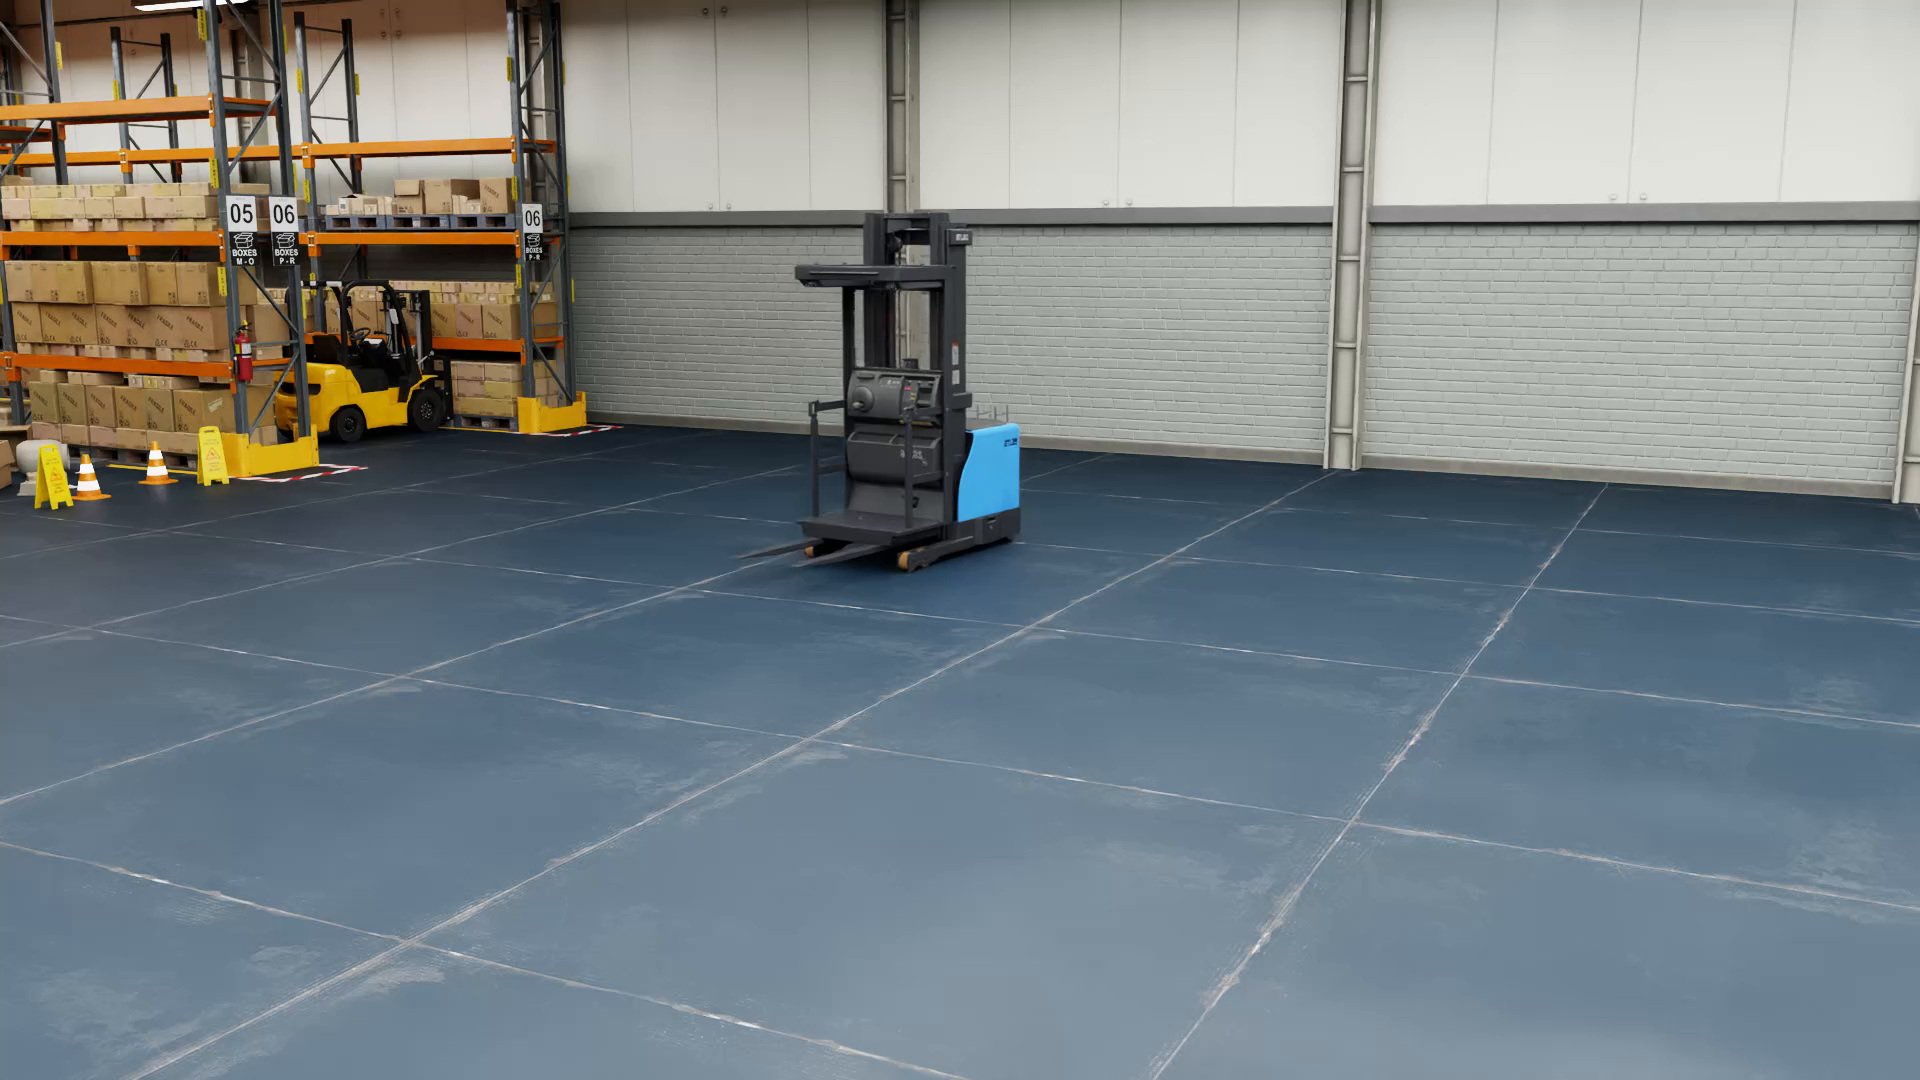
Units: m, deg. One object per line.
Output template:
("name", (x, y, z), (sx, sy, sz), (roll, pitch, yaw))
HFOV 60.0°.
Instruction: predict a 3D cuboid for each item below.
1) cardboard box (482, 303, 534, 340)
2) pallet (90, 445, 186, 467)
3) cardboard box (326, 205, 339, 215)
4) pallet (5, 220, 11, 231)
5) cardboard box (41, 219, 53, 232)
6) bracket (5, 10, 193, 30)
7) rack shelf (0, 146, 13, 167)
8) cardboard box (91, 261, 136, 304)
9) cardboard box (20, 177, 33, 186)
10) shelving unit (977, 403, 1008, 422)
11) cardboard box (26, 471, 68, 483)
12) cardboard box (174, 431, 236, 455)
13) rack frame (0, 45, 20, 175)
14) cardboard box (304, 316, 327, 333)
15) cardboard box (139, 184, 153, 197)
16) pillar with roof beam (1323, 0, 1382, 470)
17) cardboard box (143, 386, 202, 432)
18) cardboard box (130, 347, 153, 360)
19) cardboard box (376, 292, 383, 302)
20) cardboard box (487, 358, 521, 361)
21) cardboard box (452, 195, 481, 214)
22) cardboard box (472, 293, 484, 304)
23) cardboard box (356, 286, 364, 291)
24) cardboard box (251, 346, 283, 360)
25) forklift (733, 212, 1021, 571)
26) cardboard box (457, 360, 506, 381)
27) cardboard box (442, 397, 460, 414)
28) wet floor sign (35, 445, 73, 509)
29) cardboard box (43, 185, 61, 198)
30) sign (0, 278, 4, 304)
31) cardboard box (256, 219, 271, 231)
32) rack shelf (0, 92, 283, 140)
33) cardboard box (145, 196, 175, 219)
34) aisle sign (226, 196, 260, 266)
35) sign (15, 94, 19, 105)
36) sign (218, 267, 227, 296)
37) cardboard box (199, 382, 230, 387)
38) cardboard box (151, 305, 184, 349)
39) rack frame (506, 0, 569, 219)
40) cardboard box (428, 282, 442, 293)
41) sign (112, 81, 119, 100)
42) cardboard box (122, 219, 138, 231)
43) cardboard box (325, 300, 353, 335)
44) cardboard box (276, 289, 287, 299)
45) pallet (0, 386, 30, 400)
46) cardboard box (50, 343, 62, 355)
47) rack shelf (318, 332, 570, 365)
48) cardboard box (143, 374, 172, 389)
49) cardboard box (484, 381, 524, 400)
("cardboard box", (-6.485, -3.139, 23.870), (0.500, 0.500, 0.500), (5, 11, 25))
("pallet", (-9.992, -1.100, 20.713), (1.213, 0.211, 1.003), (5, 11, 26))
("cardboard box", (-9.247, -4.932, 24.883), (0.250, 0.149, 0.380), (5, 12, 27))
("pallet", (-12.214, -4.064, 21.368), (1.003, 0.211, 1.213), (5, 11, 26))
("cardboard box", (-11.056, -3.872, 20.485), (0.250, 0.149, 0.380), (5, 11, 26))
("bracket", (-14.374, -8.667, 27.741), (4.783, 0.066, 0.076), (5, 11, 26))
("rack shelf", (-18.483, -6.792, 29.522), (4.000, 0.370, 1.077), (5, 11, 26))
("cardboard box", (-10.015, -3.119, 20.118), (0.500, 0.500, 0.700), (5, 11, 25))
("cardboard box", (-12.506, -4.618, 21.736), (0.500, 0.250, 0.500), (5, 11, 25))
("shelving unit", (0.303, -0.662, 15.520), (0.189, 1.200, 0.258), (6, 12, 32))
("cardboard box", (-10.189, -0.677, 18.556), (0.380, 0.149, 0.250), (-7, 12, -33))
("cardboard box", (-8.986, -1.176, 19.847), (0.500, 0.250, 0.500), (5, 11, 26))
("rack frame", (-16.689, -6.990, 28.587), (0.127, 3.000, 1.000), (5, 11, 26))
("cardboard box", (-10.083, -3.332, 25.640), (0.500, 0.250, 0.500), (5, 12, 27))
("cardboard box", (-9.427, -4.116, 19.595), (0.250, 0.149, 0.380), (5, 11, 26))
("pillar with roof beam", (2.703, -4.610, 15.437), (0.400, 9.000, 9.100), (5, 11, 26))
("cardboard box", (-9.424, -1.584, 19.998), (0.500, 0.500, 0.500), (6, 12, 28))
("cardboard box", (-9.729, -2.261, 20.006), (0.250, 0.149, 0.380), (5, 11, 25))
("cardboard box", (-8.444, -3.621, 24.711), (0.250, 0.149, 0.380), (5, 11, 25))
("cardboard box", (-6.725, -2.545, 24.605), (0.500, 0.250, 0.500), (5, 11, 26))
("cardboard box", (-7.033, -4.795, 23.798), (0.258, 0.266, 0.396), (5, 11, 26))
("cardboard box", (-6.811, -3.489, 23.985), (0.250, 0.149, 0.380), (5, 12, 27))
("cardboard box", (-8.853, -3.825, 25.007), (0.250, 0.149, 0.380), (5, 11, 25))
("cardboard box", (-8.334, -2.236, 19.867), (0.250, 0.149, 0.380), (5, 11, 26))
("forklift", (-0.685, -1.276, 14.053), (1.130, 2.935, 3.031), (7, 12, 33))
("cardboard box", (-6.939, -2.464, 24.157), (0.500, 0.250, 0.500), (5, 12, 27))
("cardboard box", (-7.376, -2.015, 24.480), (0.500, 0.250, 0.500), (5, 11, 26))
("wet floor sign", (-9.318, -0.657, 17.046), (0.232, 0.644, 0.267), (3, 11, 16))
("cardboard box", (-10.867, -4.220, 20.167), (0.250, 0.149, 0.380), (5, 11, 25))
("sign", (-11.950, -3.096, 20.661), (0.005, 0.325, 0.100), (5, 11, 26))
("cardboard box", (-8.275, -3.730, 19.700), (0.250, 0.149, 0.380), (5, 11, 26))
("rack shelf", (-9.914, -5.054, 19.915), (4.000, 0.370, 1.077), (5, 11, 26))
("cardboard box", (-9.144, -3.888, 19.451), (0.500, 0.250, 0.500), (5, 11, 25))
("aisle sign", (-8.194, -3.528, 19.000), (0.004, 0.787, 0.394), (5, 11, 26))
("sign", (-16.449, -7.617, 28.982), (0.005, 0.325, 0.100), (5, 11, 26))
("sign", (-8.384, -2.938, 18.902), (0.005, 0.325, 0.100), (5, 11, 26))
("cardboard box", (-9.214, -1.672, 20.484), (0.500, 0.500, 0.500), (5, 11, 24))
("cardboard box", (-9.176, -2.534, 19.694), (0.500, 0.500, 0.500), (5, 11, 26))
("rack frame", (-5.928, -6.045, 23.362), (0.127, 3.000, 1.000), (5, 11, 26))
("cardboard box", (-7.531, -3.687, 24.240), (0.250, 0.149, 0.380), (5, 12, 27))
("sign", (-13.334, -7.086, 26.272), (0.005, 0.325, 0.100), (5, 11, 26))
("cardboard box", (-9.701, -3.741, 19.760), (0.250, 0.149, 0.380), (5, 11, 24))
("cardboard box", (-9.233, -3.380, 25.205), (0.500, 0.500, 0.500), (5, 11, 24))
("cardboard box", (-10.355, -3.813, 25.773), (0.250, 0.149, 0.380), (5, 11, 26))
("pallet", (-15.943, -2.608, 29.048), (1.213, 0.211, 1.003), (5, 11, 26))
("cardboard box", (-11.066, -2.388, 20.705), (0.250, 0.149, 0.380), (5, 11, 26))
("rack shelf", (-7.721, -2.896, 24.831), (4.000, 0.370, 1.077), (5, 11, 26))
("cardboard box", (-9.538, -1.902, 19.929), (0.250, 0.149, 0.380), (5, 12, 27))
("cardboard box", (-6.503, -2.181, 23.995), (0.500, 0.250, 0.500), (5, 11, 25))
